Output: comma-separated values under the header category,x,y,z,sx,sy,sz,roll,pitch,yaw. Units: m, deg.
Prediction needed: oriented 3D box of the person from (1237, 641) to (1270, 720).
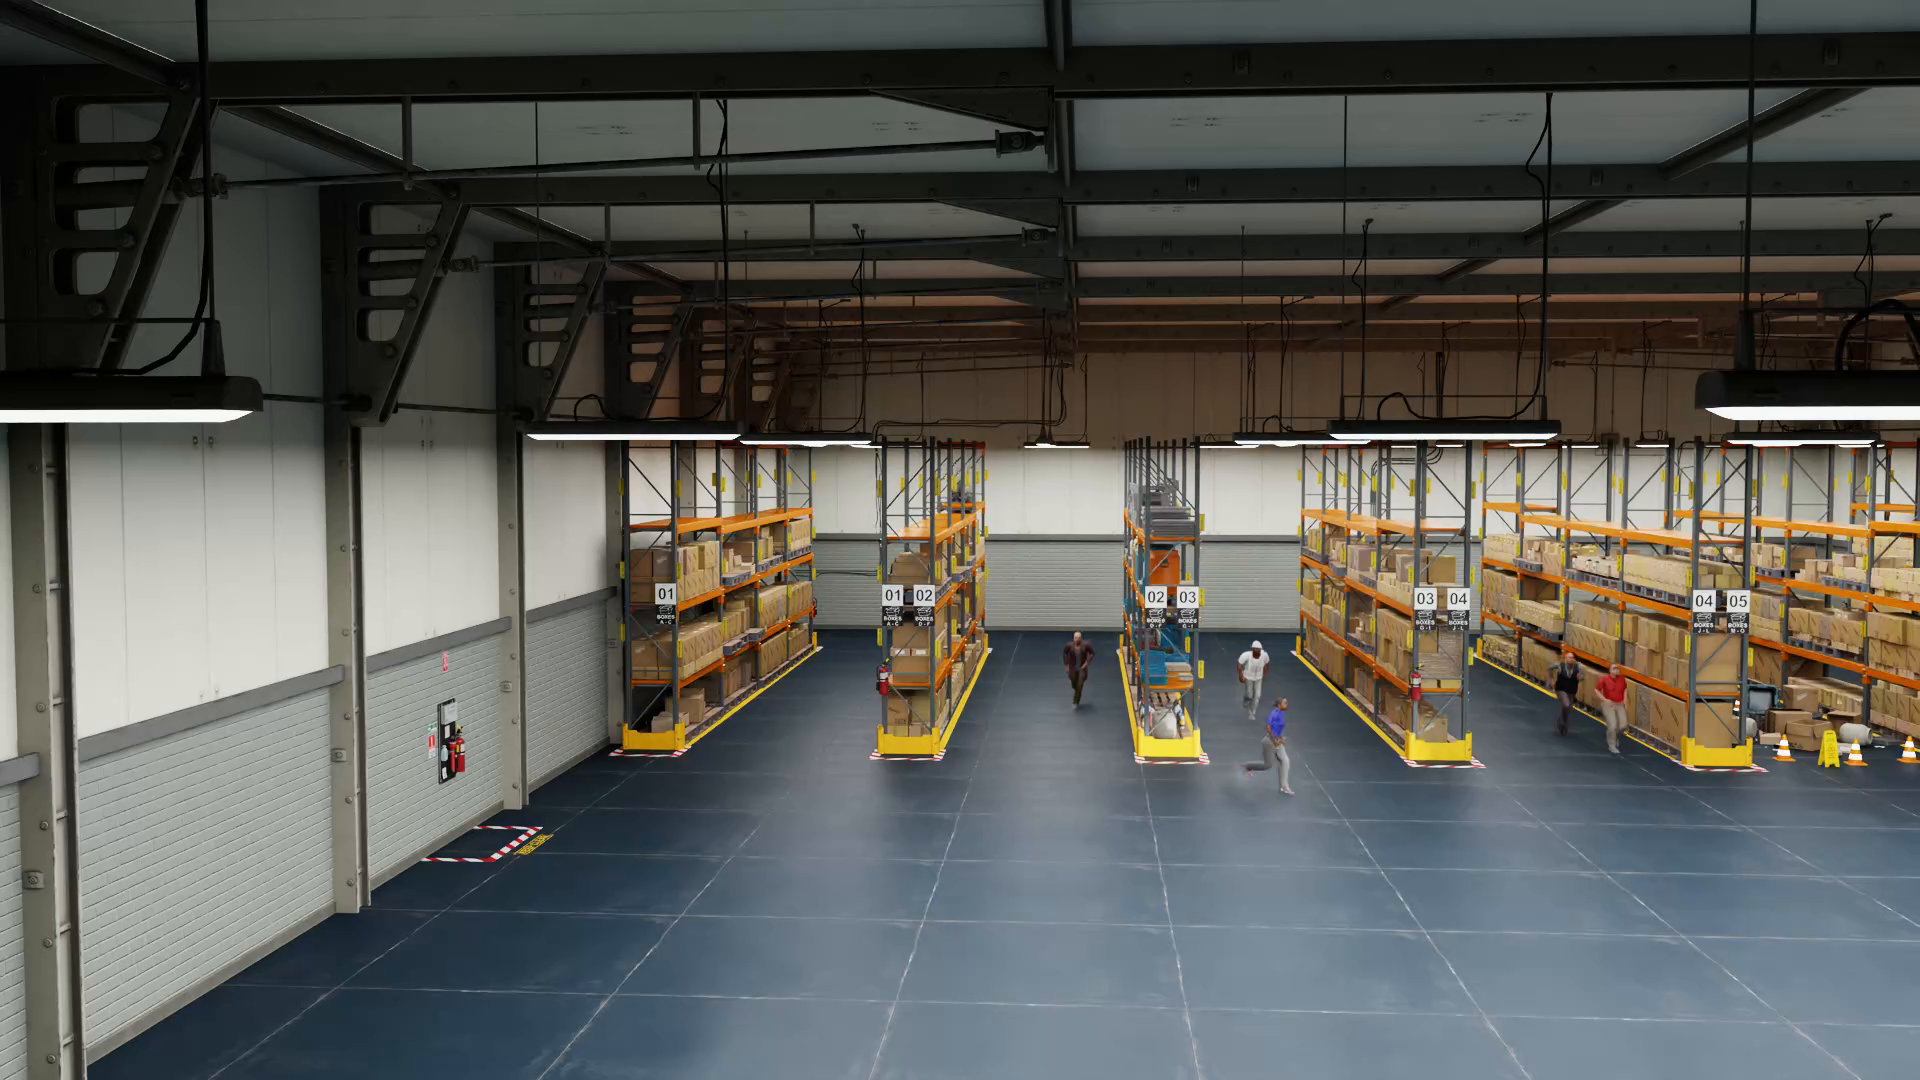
category,x,y,z,sx,sy,sz,roll,pitch,yaw
person,6.285,2.990,35.699,0.700,1.698,0.897,-1,3,-11

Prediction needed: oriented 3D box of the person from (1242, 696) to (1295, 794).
category,x,y,z,sx,sy,sz,roll,pitch,yaw
person,5.212,3.438,27.996,0.937,1.651,0.574,2,4,32

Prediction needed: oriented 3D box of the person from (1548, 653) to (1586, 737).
category,x,y,z,sx,sy,sz,roll,pitch,yaw
person,12.207,3.086,33.494,0.646,1.692,0.924,0,3,-1

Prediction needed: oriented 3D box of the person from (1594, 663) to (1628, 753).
category,x,y,z,sx,sy,sz,roll,pitch,yaw
person,12.412,3.193,31.669,0.666,1.692,0.573,0,3,-5

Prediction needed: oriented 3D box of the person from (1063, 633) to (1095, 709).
category,x,y,z,sx,sy,sz,roll,pitch,yaw
person,2.652,2.902,37.189,0.711,1.725,0.806,0,3,4
